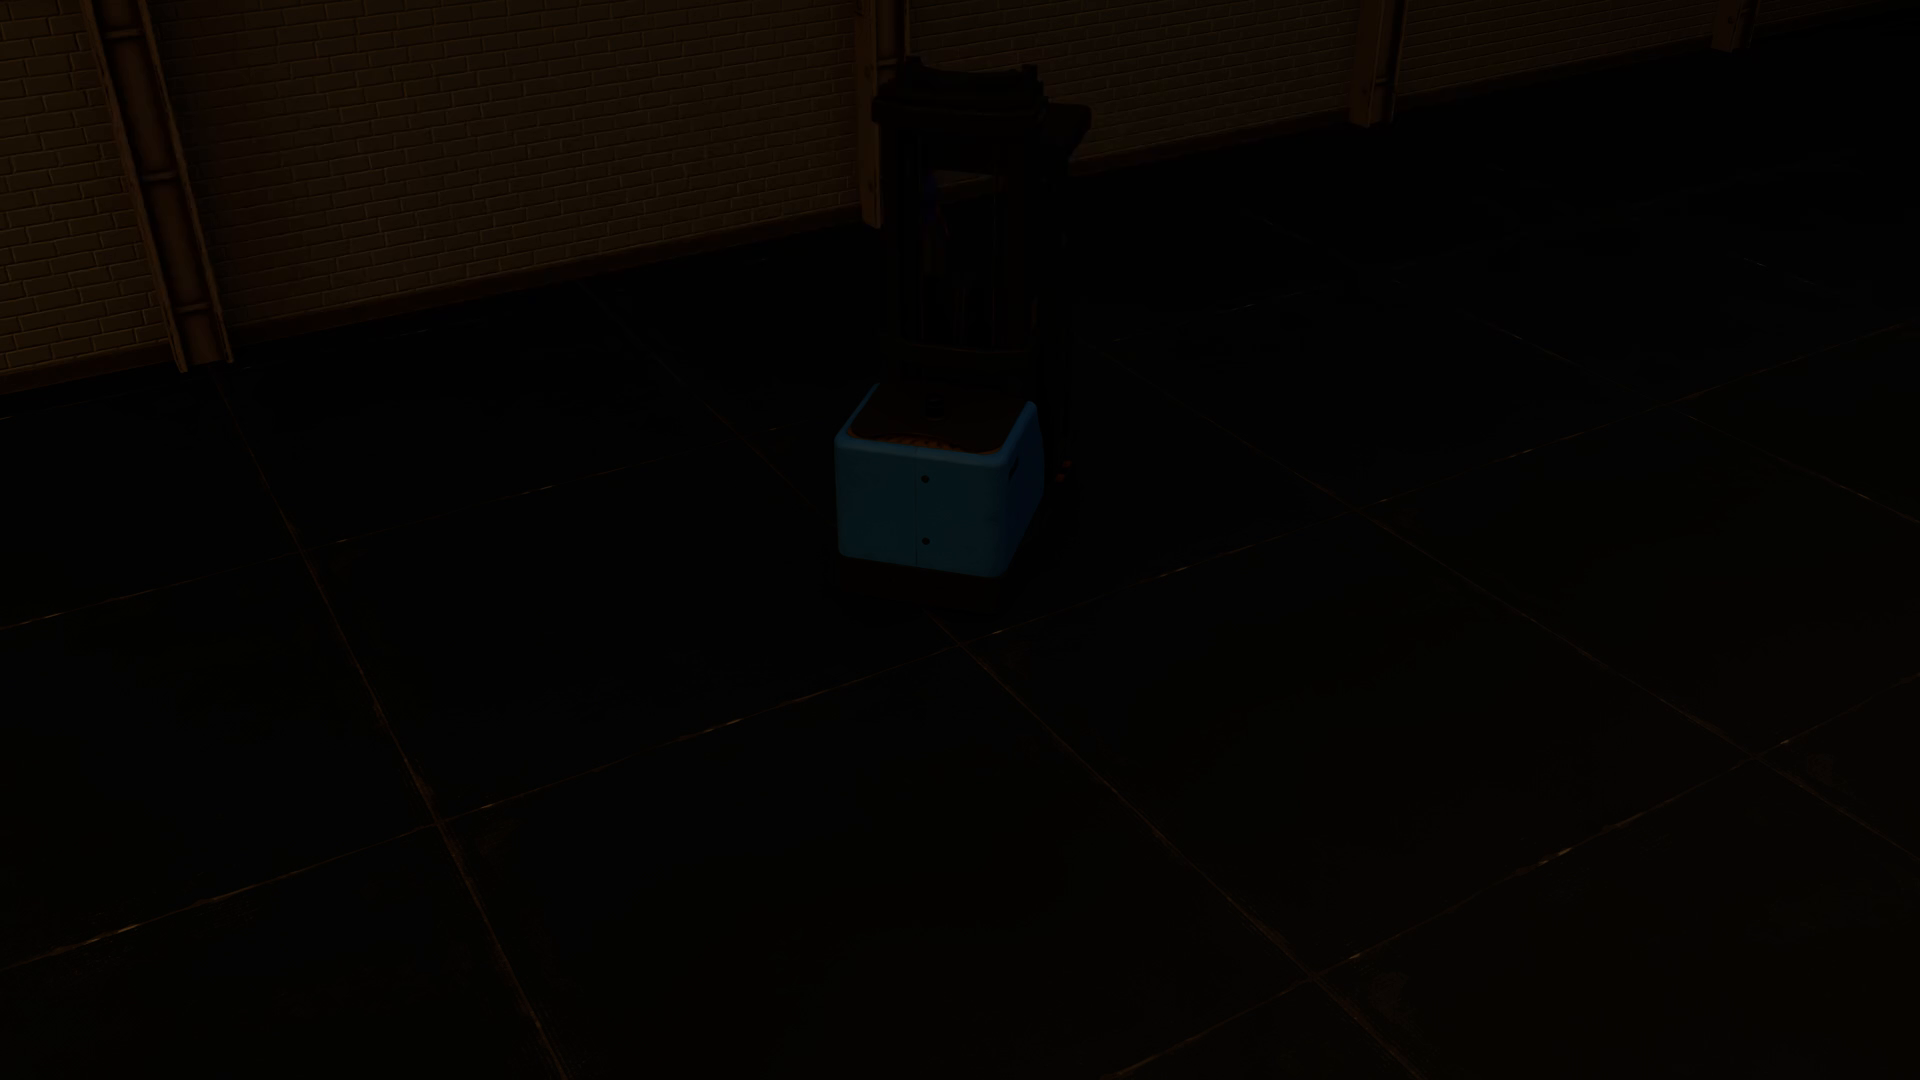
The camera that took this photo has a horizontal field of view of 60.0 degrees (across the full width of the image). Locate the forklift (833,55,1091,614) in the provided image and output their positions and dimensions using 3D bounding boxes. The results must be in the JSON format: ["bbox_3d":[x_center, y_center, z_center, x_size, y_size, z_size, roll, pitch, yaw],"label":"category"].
[{"bbox_3d":[0.152,-1.575,10.277,1.130,2.935,3.031,8,32,13],"label":"forklift"}]

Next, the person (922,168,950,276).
[{"bbox_3d":[-0.200,-2.267,12.697,0.536,1.651,0.573,15,34,24],"label":"person"}]
